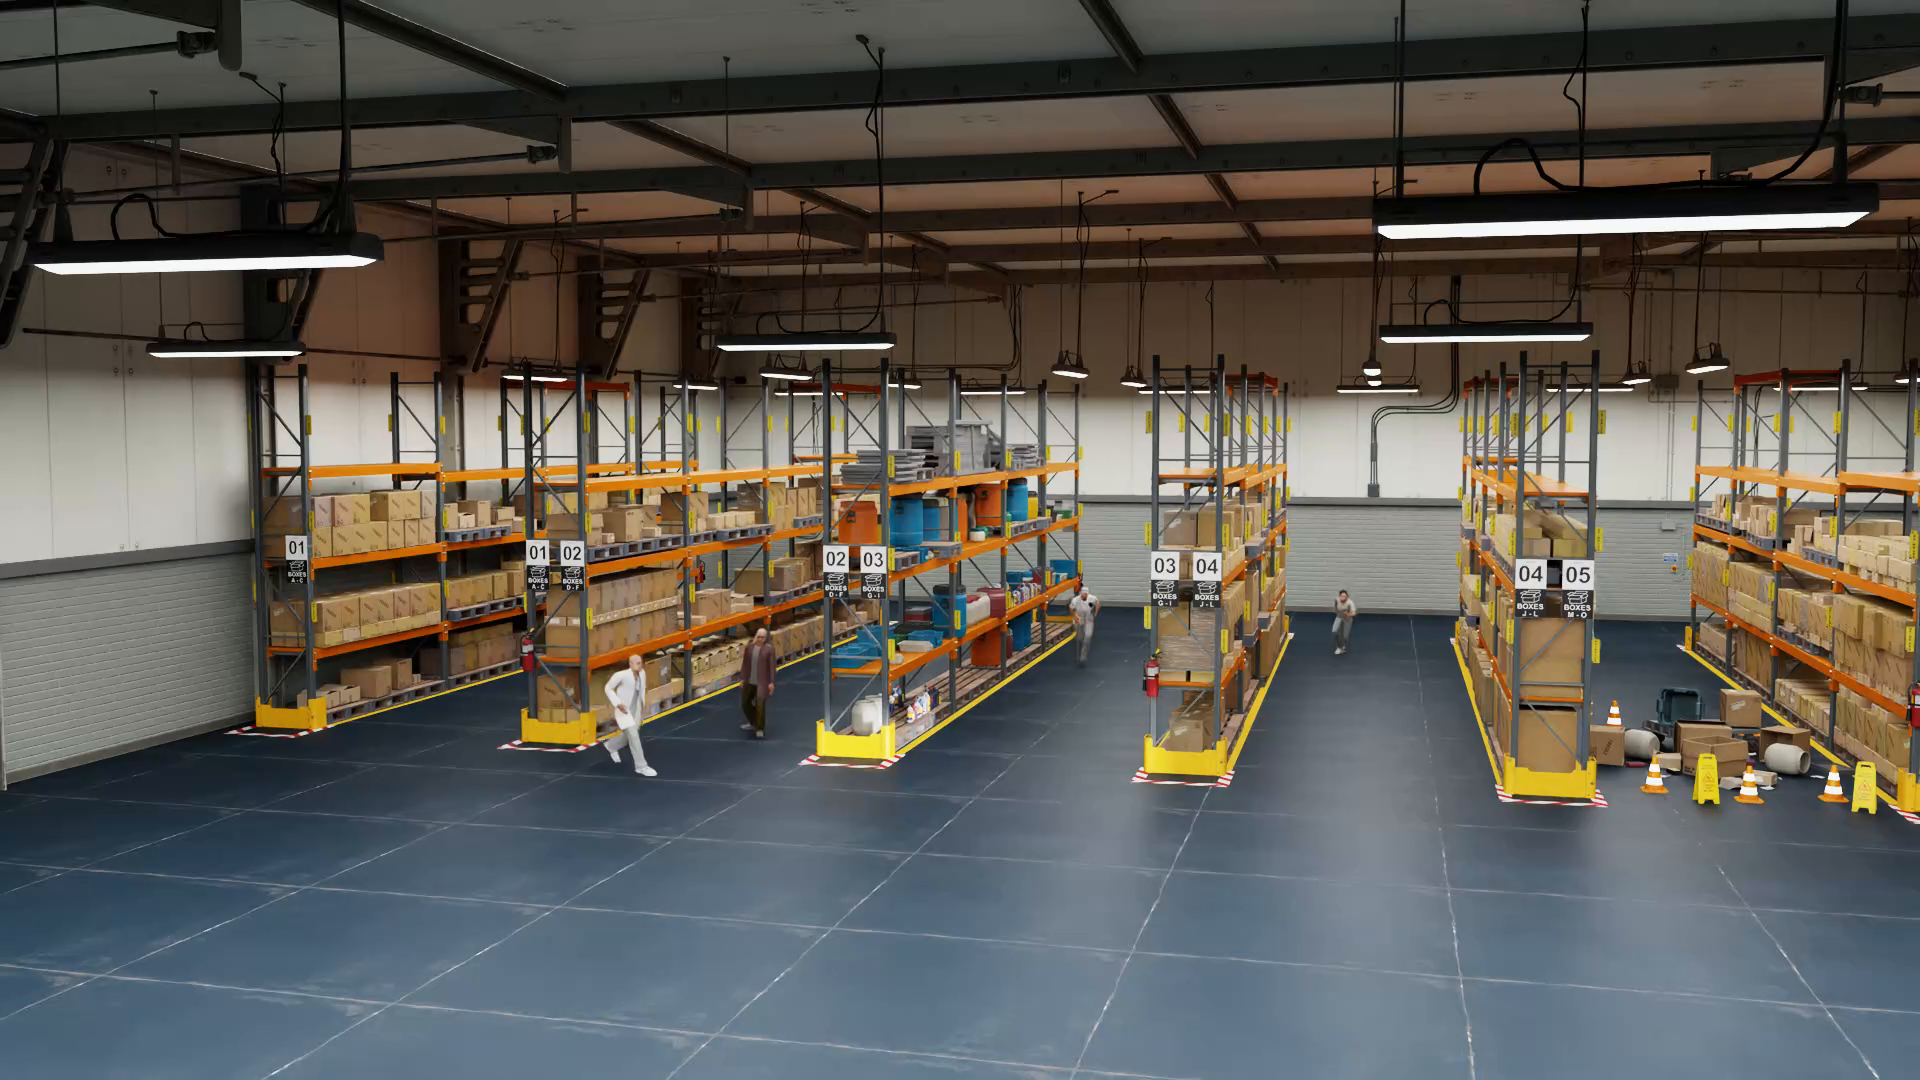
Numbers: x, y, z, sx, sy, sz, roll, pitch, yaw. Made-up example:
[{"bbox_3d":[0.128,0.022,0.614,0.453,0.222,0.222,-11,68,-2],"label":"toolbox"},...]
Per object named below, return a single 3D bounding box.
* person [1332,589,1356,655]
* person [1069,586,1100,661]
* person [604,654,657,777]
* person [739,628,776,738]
[{"bbox_3d":[8.356,1.759,36.110,0.569,1.454,1.055,2,4,26],"label":"person"},{"bbox_3d":[2.543,1.713,34.107,0.629,1.595,0.996,0,4,-3],"label":"person"},{"bbox_3d":[-4.819,2.486,23.880,1.105,1.736,0.732,4,5,43],"label":"person"},{"bbox_3d":[-3.257,2.278,26.743,0.719,1.753,0.563,1,4,20],"label":"person"}]
